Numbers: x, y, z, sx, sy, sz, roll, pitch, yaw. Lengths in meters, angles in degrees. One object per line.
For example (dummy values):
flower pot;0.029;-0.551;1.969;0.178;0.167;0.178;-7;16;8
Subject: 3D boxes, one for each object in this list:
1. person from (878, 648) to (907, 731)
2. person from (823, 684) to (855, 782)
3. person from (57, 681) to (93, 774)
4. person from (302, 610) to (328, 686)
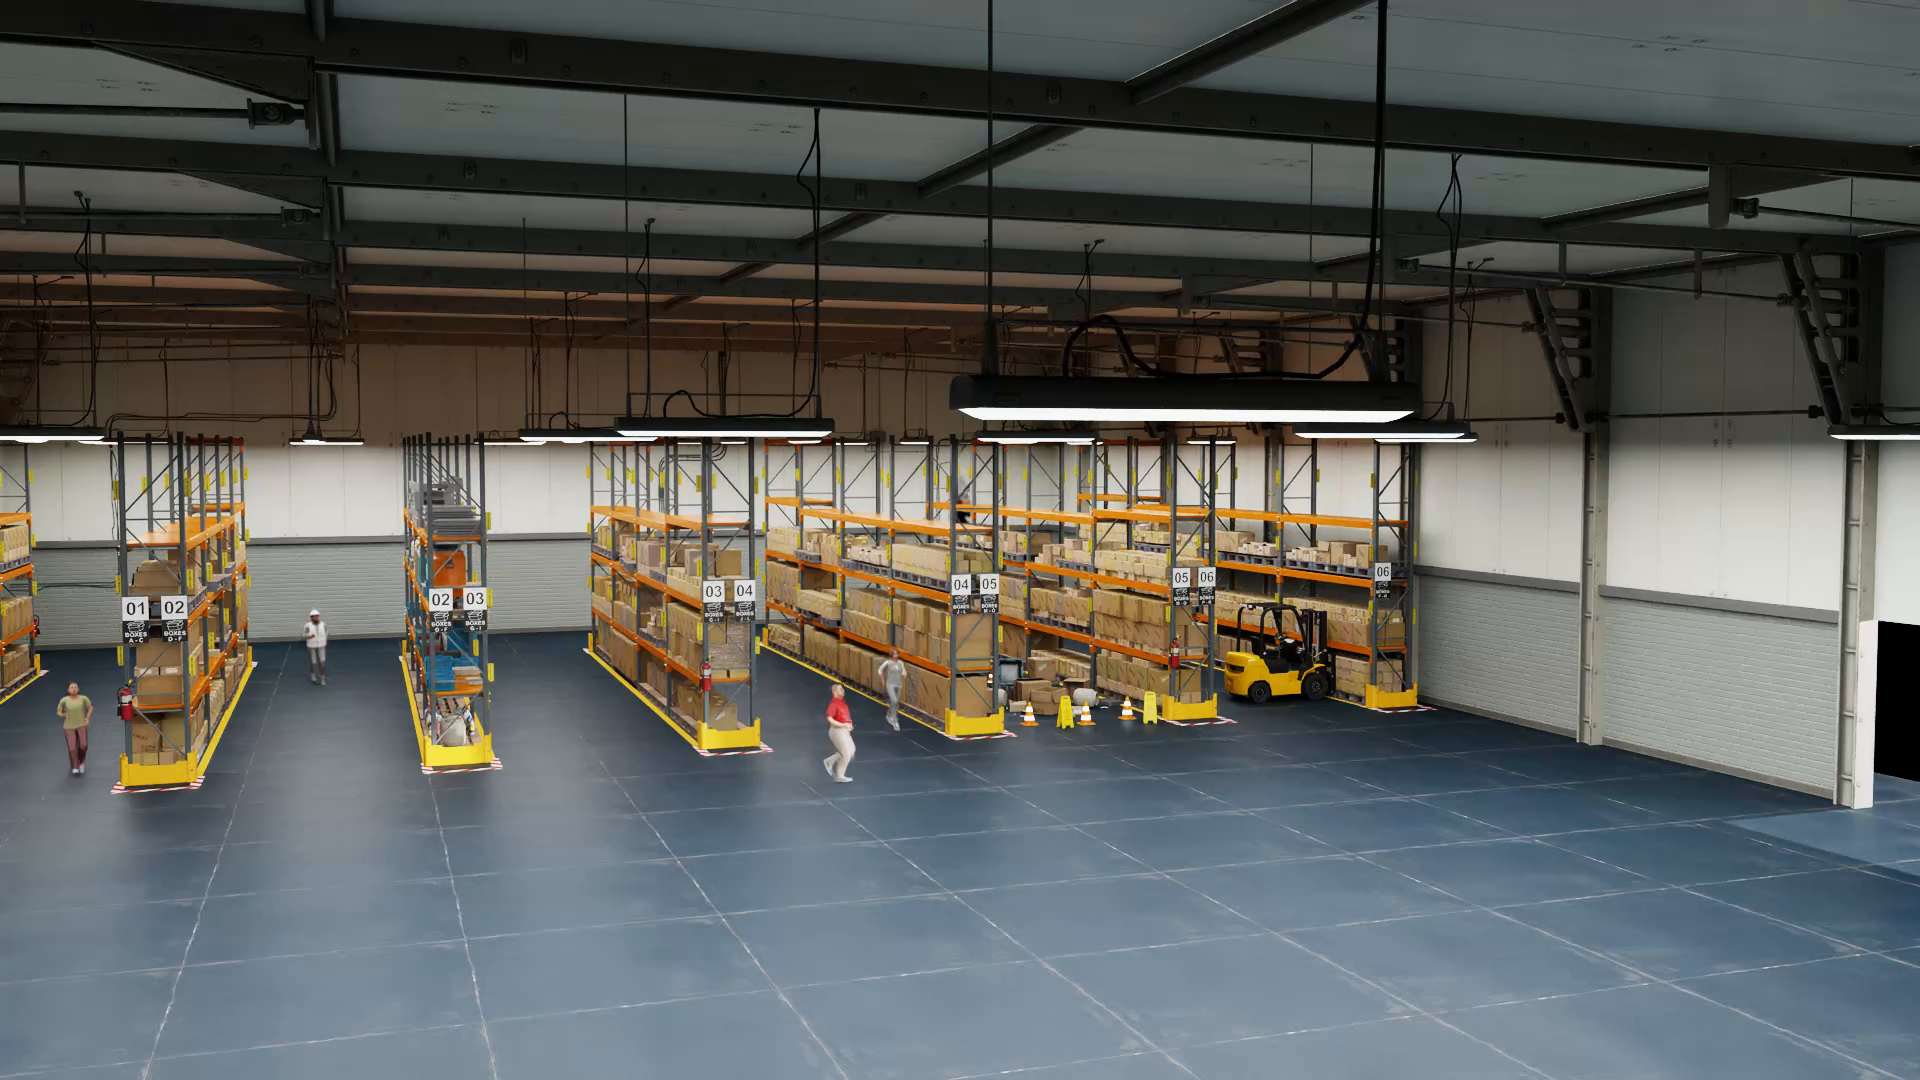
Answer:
person;-1.357;3.025;33.973;0.518;1.634;0.755;-2;4;-30
person;-2.067;3.302;28.479;0.604;1.674;0.660;1;3;12
person;-15.427;3.407;29.017;0.567;1.379;0.556;-2;4;-31
person;-15.597;2.601;40.262;0.648;1.824;0.858;-2;4;-29
